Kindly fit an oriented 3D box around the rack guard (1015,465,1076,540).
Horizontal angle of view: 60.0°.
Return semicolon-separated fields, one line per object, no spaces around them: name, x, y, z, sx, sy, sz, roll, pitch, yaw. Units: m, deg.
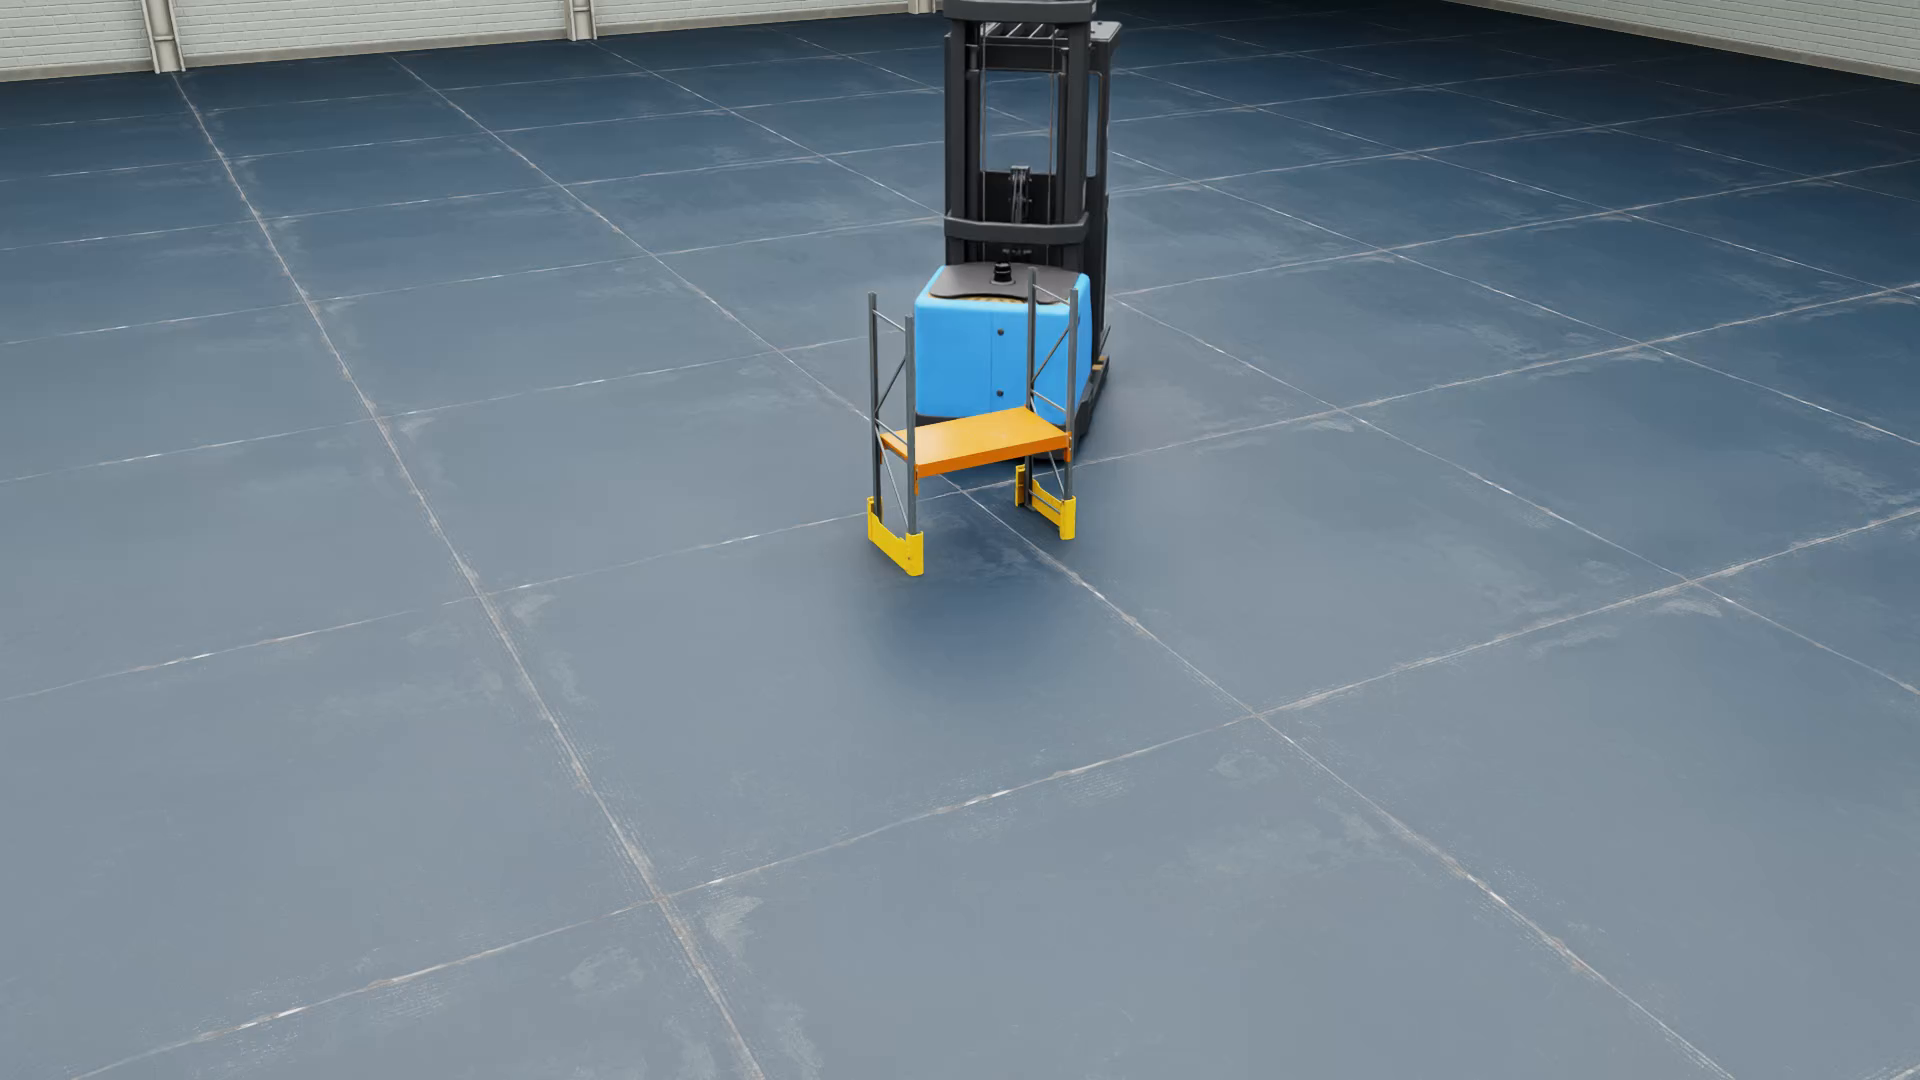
rack guard;0.507;-0.230;9.939;0.087;0.250;0.587;-13;29;-25

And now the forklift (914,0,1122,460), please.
forklift;0.488;-2.447;11.461;1.130;2.935;3.031;5;26;10

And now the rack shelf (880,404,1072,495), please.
rack shelf;0.075;-0.531;9.539;1.000;0.185;0.538;-13;29;-25

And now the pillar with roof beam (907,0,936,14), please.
pillar with roof beam;1.362;-11.544;23.397;0.400;9.000;9.100;-13;29;-25

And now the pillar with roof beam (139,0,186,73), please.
pillar with roof beam;-9.227;-9.100;18.307;0.400;9.000;9.100;-13;29;-25

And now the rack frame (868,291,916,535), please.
rack frame;-0.373;-0.590;9.246;0.032;1.500;0.500;-13;29;-25

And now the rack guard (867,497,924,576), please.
rack guard;-0.372;-0.027;9.517;0.087;0.250;0.587;-13;29;-25

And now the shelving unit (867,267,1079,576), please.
shelving unit;0.067;-0.692;9.458;1.083;1.500;0.587;-13;29;-25

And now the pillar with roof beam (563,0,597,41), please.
pillar with roof beam;-3.933;-10.322;20.852;0.400;9.000;9.100;-13;29;-25

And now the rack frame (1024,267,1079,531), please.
rack frame;0.524;-0.797;9.677;0.032;1.500;0.500;-13;29;-25
